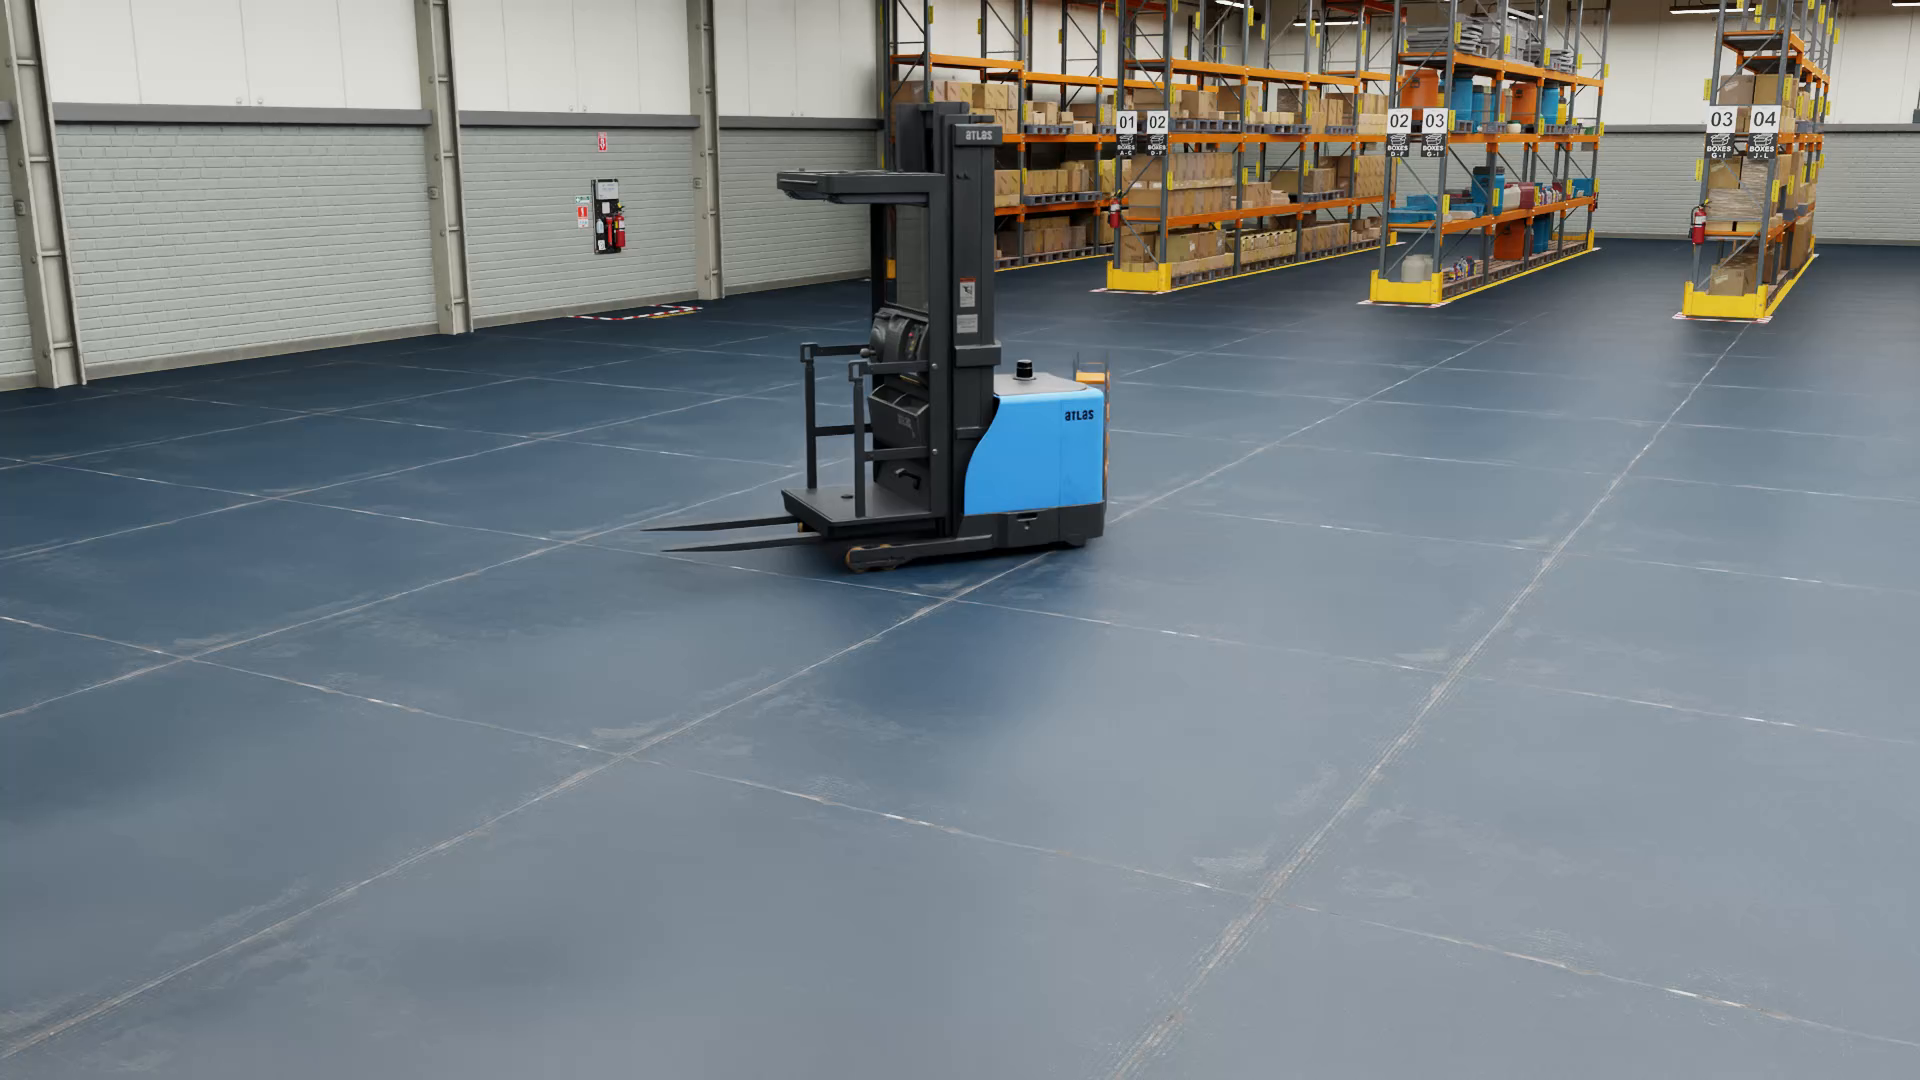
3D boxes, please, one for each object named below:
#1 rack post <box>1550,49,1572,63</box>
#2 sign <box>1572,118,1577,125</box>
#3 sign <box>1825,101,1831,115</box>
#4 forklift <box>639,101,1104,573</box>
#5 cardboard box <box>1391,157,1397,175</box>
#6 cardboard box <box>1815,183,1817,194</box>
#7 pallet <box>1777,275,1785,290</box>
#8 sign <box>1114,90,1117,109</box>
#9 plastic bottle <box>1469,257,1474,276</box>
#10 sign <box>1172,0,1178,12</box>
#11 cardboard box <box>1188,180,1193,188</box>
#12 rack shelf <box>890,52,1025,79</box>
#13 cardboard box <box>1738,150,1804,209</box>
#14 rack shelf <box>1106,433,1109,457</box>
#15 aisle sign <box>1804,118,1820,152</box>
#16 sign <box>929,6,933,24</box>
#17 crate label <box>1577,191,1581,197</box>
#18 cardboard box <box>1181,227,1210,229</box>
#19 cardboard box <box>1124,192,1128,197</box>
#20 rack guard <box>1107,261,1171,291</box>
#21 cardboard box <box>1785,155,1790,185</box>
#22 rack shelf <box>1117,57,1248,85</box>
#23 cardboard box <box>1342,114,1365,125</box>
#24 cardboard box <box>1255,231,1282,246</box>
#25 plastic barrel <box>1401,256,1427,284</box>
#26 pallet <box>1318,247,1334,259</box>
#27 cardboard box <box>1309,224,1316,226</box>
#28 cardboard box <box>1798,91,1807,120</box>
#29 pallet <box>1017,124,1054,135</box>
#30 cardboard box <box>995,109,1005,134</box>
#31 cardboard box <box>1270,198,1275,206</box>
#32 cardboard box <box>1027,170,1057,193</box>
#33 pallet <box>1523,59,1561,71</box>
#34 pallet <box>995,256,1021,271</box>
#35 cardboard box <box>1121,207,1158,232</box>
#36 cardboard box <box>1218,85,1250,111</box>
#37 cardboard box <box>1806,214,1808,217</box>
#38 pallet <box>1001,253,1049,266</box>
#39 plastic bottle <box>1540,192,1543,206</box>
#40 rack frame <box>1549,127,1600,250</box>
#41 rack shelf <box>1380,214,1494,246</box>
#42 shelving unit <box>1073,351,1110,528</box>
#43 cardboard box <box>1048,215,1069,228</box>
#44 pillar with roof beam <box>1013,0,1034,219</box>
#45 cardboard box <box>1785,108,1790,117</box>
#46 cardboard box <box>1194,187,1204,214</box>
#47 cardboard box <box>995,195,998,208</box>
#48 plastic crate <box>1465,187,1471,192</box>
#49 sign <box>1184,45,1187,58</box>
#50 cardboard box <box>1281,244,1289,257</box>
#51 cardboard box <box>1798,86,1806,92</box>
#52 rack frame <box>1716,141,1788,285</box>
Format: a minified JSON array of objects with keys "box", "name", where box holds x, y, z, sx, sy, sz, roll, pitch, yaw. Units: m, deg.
[{"box":[13.014,-10.710,36.917,0.937,0.300,0.954,7,15,27],"name":"rack post"},{"box":[13.929,-9.399,37.700,0.100,0.325,0.005,7,15,28],"name":"sign"},{"box":[20.186,-10.044,38.677,0.100,0.325,0.005,7,15,28],"name":"sign"},{"box":[-0.586,-1.354,10.895,3.031,2.935,1.130,-6,15,-22],"name":"forklift"},{"box":[11.073,-9.794,43.411,0.500,0.500,0.500,7,15,28],"name":"cardboard box"},{"box":[19.716,-8.201,38.835,0.500,0.250,0.500,7,15,27],"name":"cardboard box"},{"box":[14.881,-4.852,31.210,1.003,0.211,1.213,7,15,28],"name":"pallet"},{"box":[2.845,-8.014,30.253,0.100,0.325,0.005,7,15,28],"name":"sign"},{"box":[9.522,-5.119,31.080,0.144,0.351,0.185,7,15,27],"name":"plastic bottle"},{"box":[3.796,-9.482,29.335,0.100,0.325,0.005,7,15,28],"name":"sign"},{"box":[4.189,-6.731,31.456,0.380,0.149,0.250,7,15,26],"name":"cardboard box"},{"box":[-0.058,-9.635,33.841,1.077,0.370,4.000,7,15,28],"name":"rack shelf"},{"box":[14.423,-6.440,29.668,1.000,1.000,1.000,7,15,28],"name":"cardboard box"},{"box":[0.939,-0.665,12.016,0.258,0.148,0.480,2,14,6],"name":"rack shelf"},{"box":[20.015,-9.503,39.005,0.394,0.787,0.004,7,15,28],"name":"aisle sign"},{"box":[-0.550,-10.007,31.680,0.100,0.325,0.005,7,15,28],"name":"sign"},{"box":[14.880,-8.415,40.474,0.396,0.136,0.243,7,15,28],"name":"crate label"},{"box":[4.748,-6.092,33.774,0.500,0.500,0.500,7,15,28],"name":"cardboard box"},{"box":[3.936,-8.546,41.074,0.380,0.149,0.250,7,15,28],"name":"cardboard box"},{"box":[3.301,-4.879,30.705,1.175,0.500,0.348,7,15,28],"name":"rack guard"},{"box":[13.700,-6.250,28.075,0.500,0.500,0.500,7,15,28],"name":"cardboard box"},{"box":[4.280,-8.882,31.562,1.077,0.370,4.000,7,15,28],"name":"rack shelf"},{"box":[9.567,-10.261,40.549,0.500,0.250,0.500,7,15,28],"name":"cardboard box"},{"box":[6.651,-6.535,36.012,0.500,0.311,0.500,7,15,28],"name":"cardboard box"},{"box":[7.899,-4.676,28.939,0.421,0.512,0.421,0,14,0],"name":"plastic barrel"},{"box":[8.165,-6.783,39.219,1.003,0.211,1.213,7,15,28],"name":"pallet"},{"box":[8.171,-7.276,39.708,0.500,0.500,0.500,8,15,29],"name":"cardboard box"},{"box":[15.348,-8.035,30.780,0.500,0.500,0.500,8,16,29],"name":"cardboard box"},{"box":[1.300,-8.962,36.307,1.213,0.211,1.003,7,15,28],"name":"pallet"},{"box":[0.625,-8.763,34.825,0.500,0.500,0.500,6,15,23],"name":"cardboard box"},{"box":[6.613,-7.350,36.158,0.380,0.149,0.250,9,16,32],"name":"cardboard box"},{"box":[1.752,-8.096,37.562,0.700,0.500,0.500,10,17,36],"name":"cardboard box"},{"box":[11.890,-9.953,34.874,1.213,0.211,1.003,7,15,28],"name":"pallet"},{"box":[0.615,-5.983,35.900,1.003,0.211,1.213,7,15,28],"name":"pallet"},{"box":[4.575,-8.133,42.557,0.750,0.750,0.750,8,15,29],"name":"cardboard box"},{"box":[5.579,-8.996,33.871,0.500,0.500,0.500,8,15,29],"name":"cardboard box"},{"box":[18.173,-6.736,36.709,0.875,0.875,0.875,7,15,28],"name":"cardboard box"},{"box":[1.284,-6.285,37.151,1.003,0.211,1.213,7,15,28],"name":"pallet"},{"box":[12.605,-7.406,36.101,0.061,0.283,0.133,7,15,28],"name":"plastic bottle"},{"box":[15.382,-8.820,41.717,1.000,3.000,0.127,7,15,28],"name":"rack frame"},{"box":[8.614,-5.598,29.887,1.077,0.370,4.000,7,15,28],"name":"rack shelf"},{"box":[0.939,-0.730,12.000,0.258,1.200,0.503,2,14,6],"name":"shelving unit"},{"box":[2.209,-7.401,38.626,0.500,0.250,0.500,8,16,29],"name":"cardboard box"},{"box":[5.225,-10.561,36.139,9.100,9.000,0.400,7,15,28],"name":"pillar with roof beam"},{"box":[13.380,-7.005,27.260,0.380,0.149,0.250,8,16,31],"name":"cardboard box"},{"box":[4.296,-6.560,32.130,0.700,0.500,0.500,8,16,30],"name":"cardboard box"},{"box":[0.467,-7.079,34.775,0.500,0.250,0.500,7,15,28],"name":"cardboard box"},{"box":[10.466,-6.913,33.670,0.402,0.464,0.583,7,15,28],"name":"plastic crate"},{"box":[6.227,-13.454,45.808,0.100,0.325,0.005,7,15,28],"name":"sign"},{"box":[6.894,-6.366,36.511,0.500,0.250,0.500,7,15,27],"name":"cardboard box"},{"box":[18.244,-9.754,36.271,0.500,0.250,0.500,6,15,24],"name":"cardboard box"},{"box":[13.917,-5.797,29.177,1.000,3.000,0.127,7,15,28],"name":"rack frame"}]
